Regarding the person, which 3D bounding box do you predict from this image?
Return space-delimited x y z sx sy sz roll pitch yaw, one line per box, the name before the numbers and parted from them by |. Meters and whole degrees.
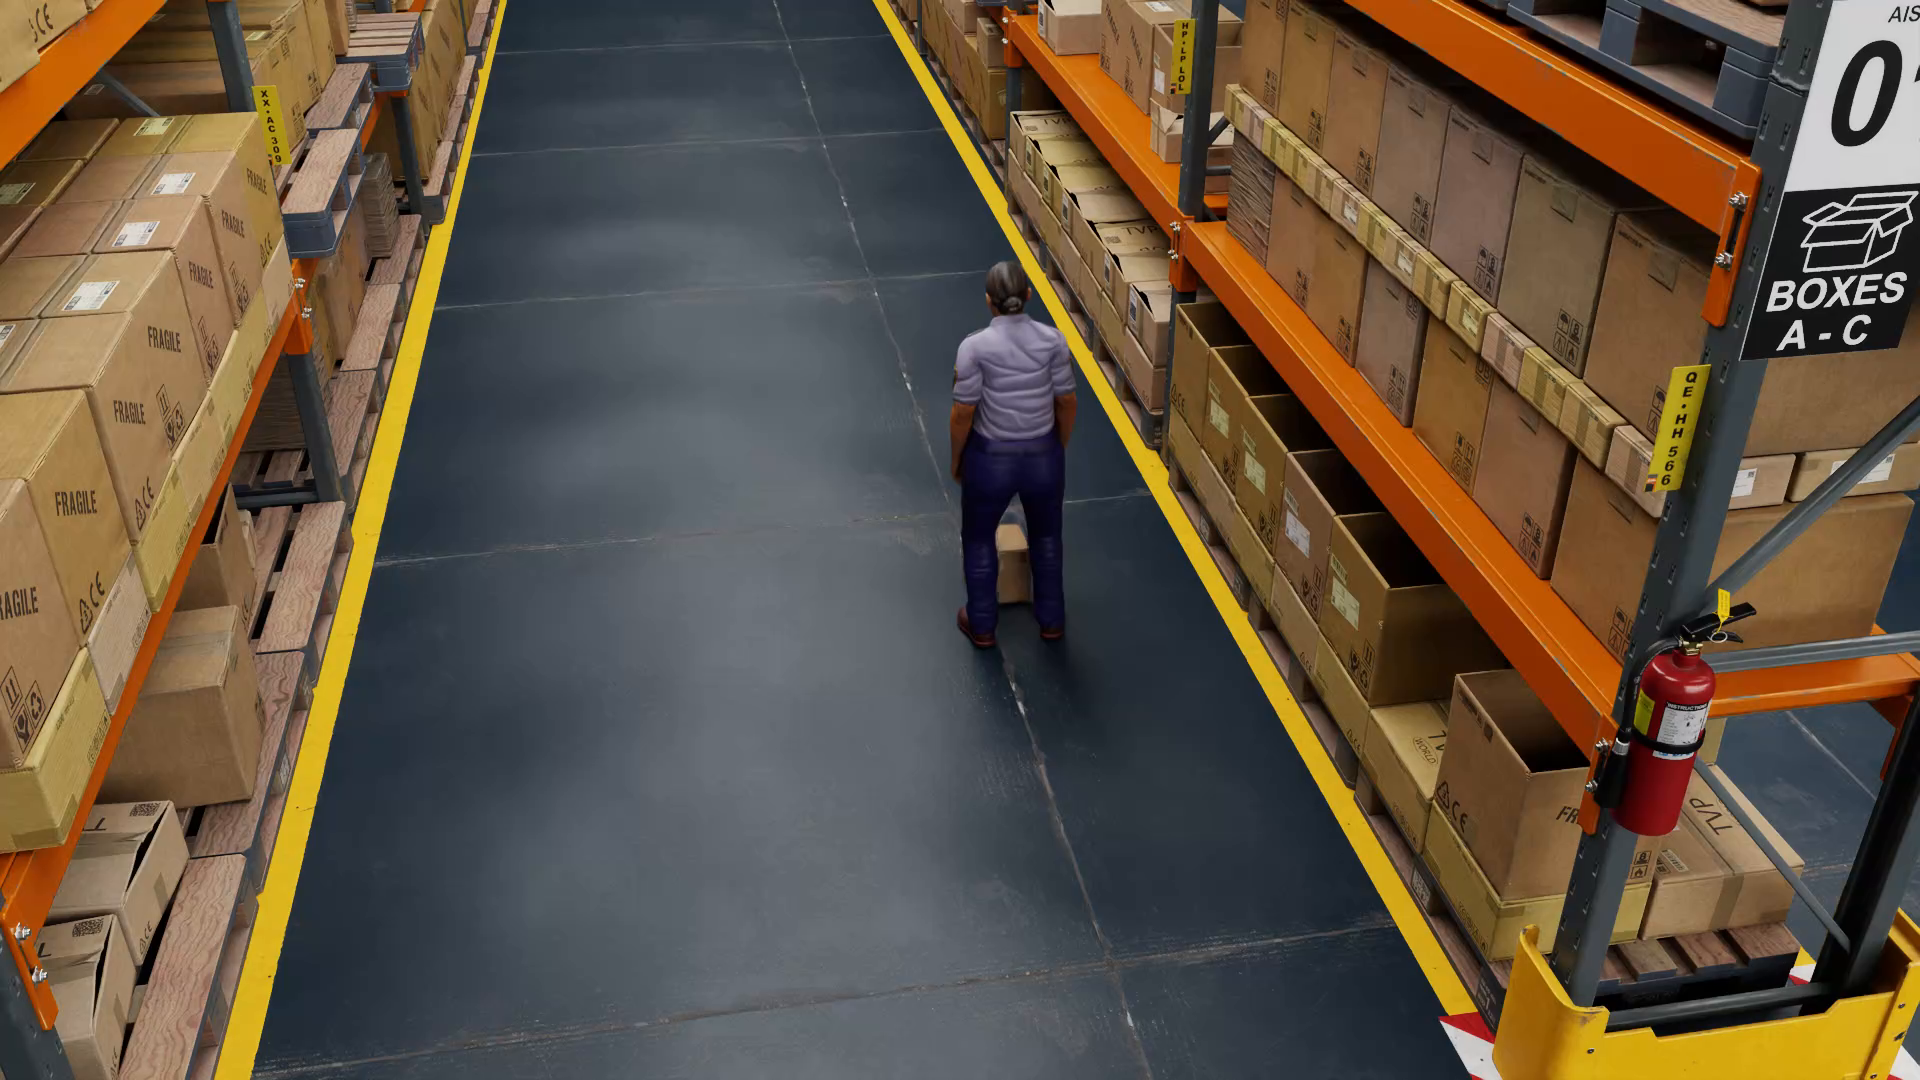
person | 0.215 -0.317 6.669 0.535 1.653 0.373 -6 31 -10
